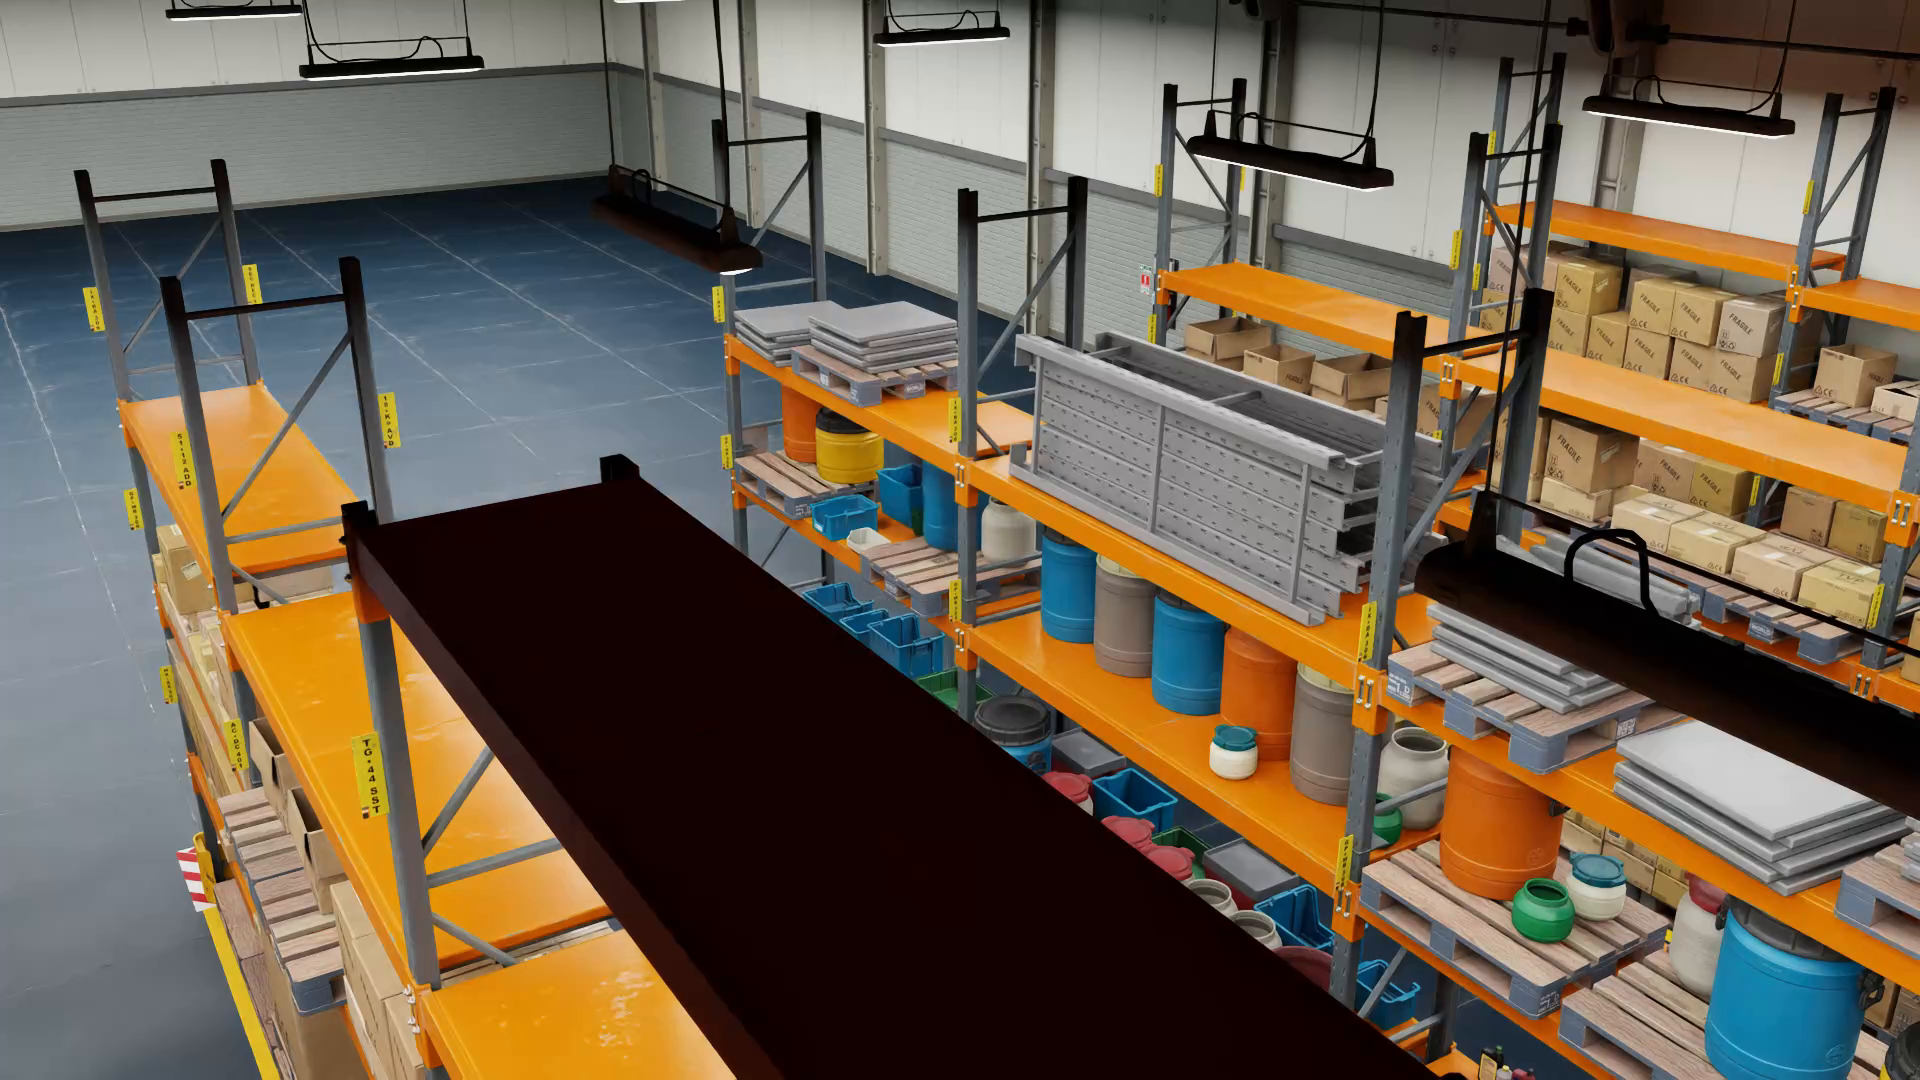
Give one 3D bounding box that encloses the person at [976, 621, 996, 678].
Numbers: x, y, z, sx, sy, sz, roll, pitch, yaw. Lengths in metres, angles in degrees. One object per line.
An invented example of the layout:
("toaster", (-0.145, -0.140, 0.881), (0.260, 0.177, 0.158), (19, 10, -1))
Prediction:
("person", (0.258, 0.582, 17.623), (0.544, 1.750, 0.892), (18, 28, 38))
